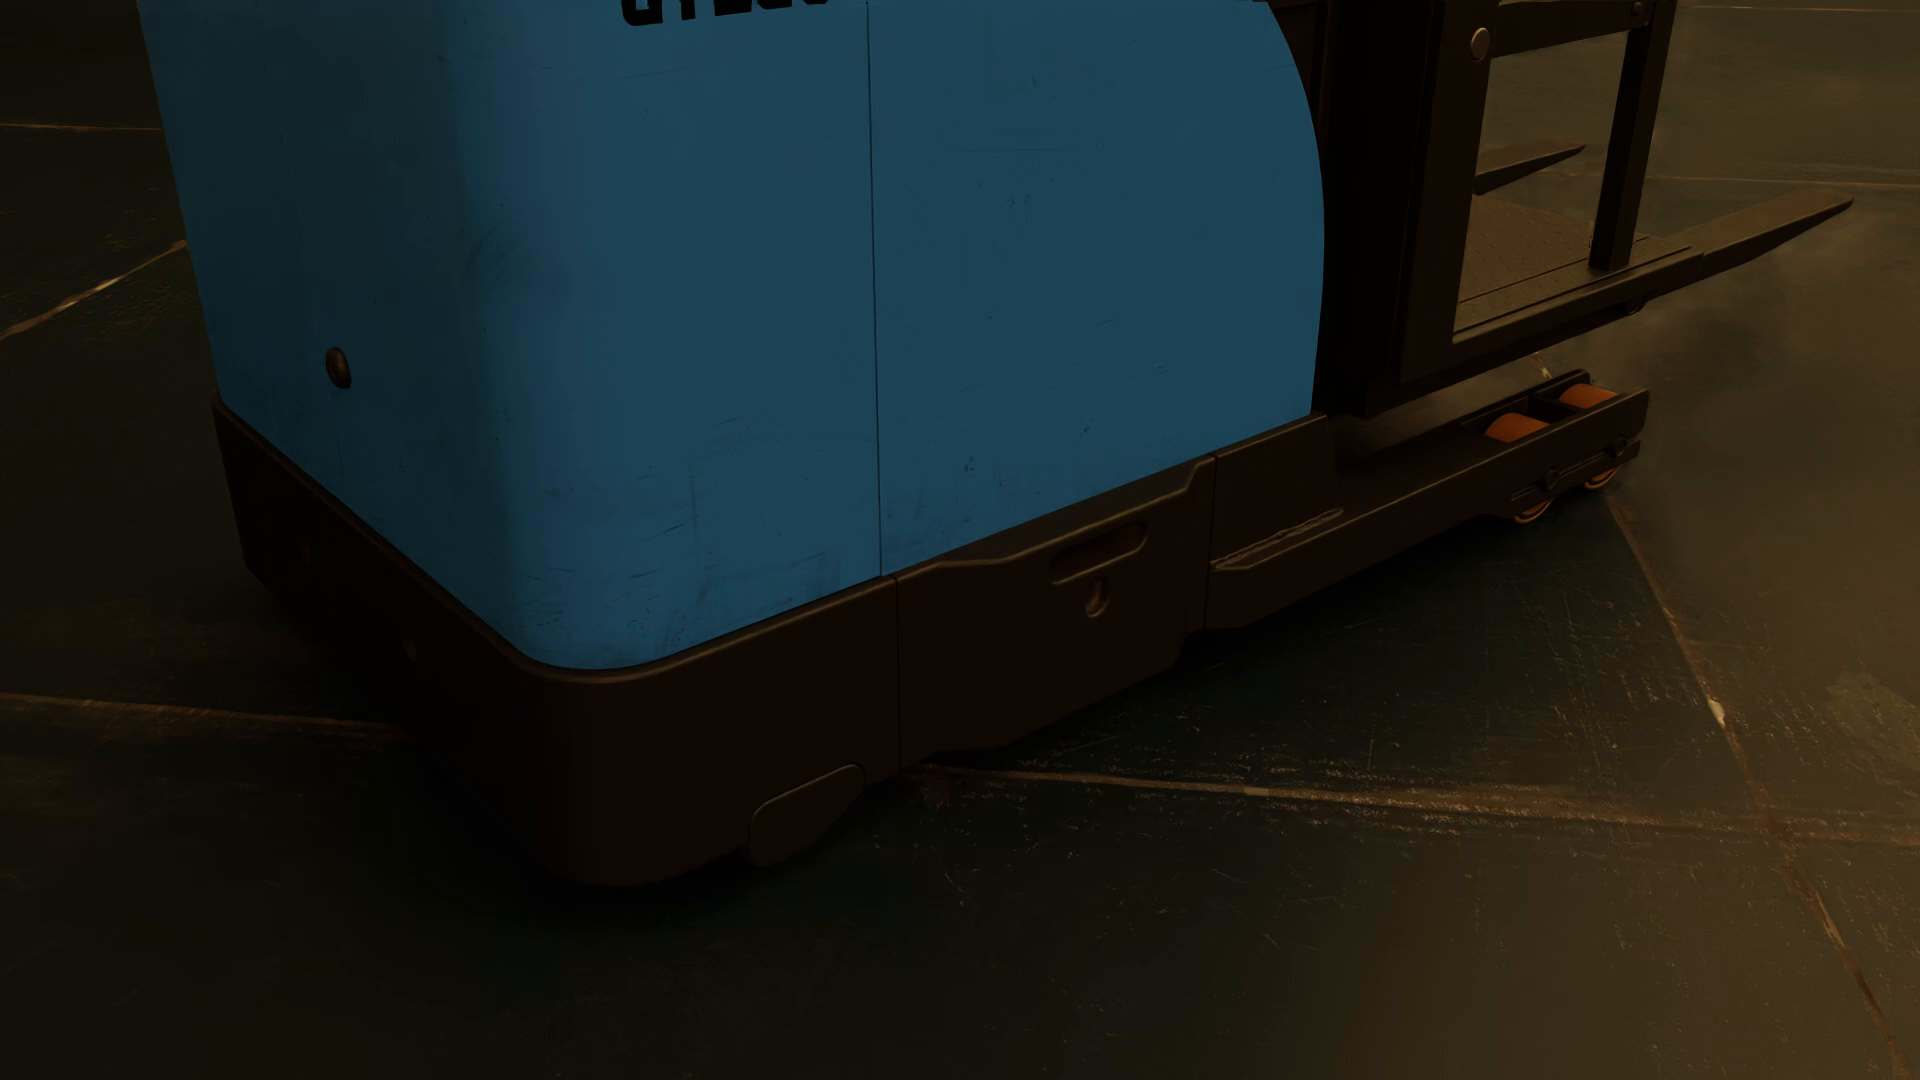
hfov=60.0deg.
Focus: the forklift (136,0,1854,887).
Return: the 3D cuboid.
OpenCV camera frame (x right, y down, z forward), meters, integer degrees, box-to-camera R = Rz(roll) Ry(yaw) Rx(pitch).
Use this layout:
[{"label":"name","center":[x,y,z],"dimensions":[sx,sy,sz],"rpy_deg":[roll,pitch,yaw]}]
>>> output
[{"label":"forklift","center":[0.465,-1.497,2.218],"dimensions":[3.031,2.935,1.130],"rpy_deg":[-21,33,-35]}]
